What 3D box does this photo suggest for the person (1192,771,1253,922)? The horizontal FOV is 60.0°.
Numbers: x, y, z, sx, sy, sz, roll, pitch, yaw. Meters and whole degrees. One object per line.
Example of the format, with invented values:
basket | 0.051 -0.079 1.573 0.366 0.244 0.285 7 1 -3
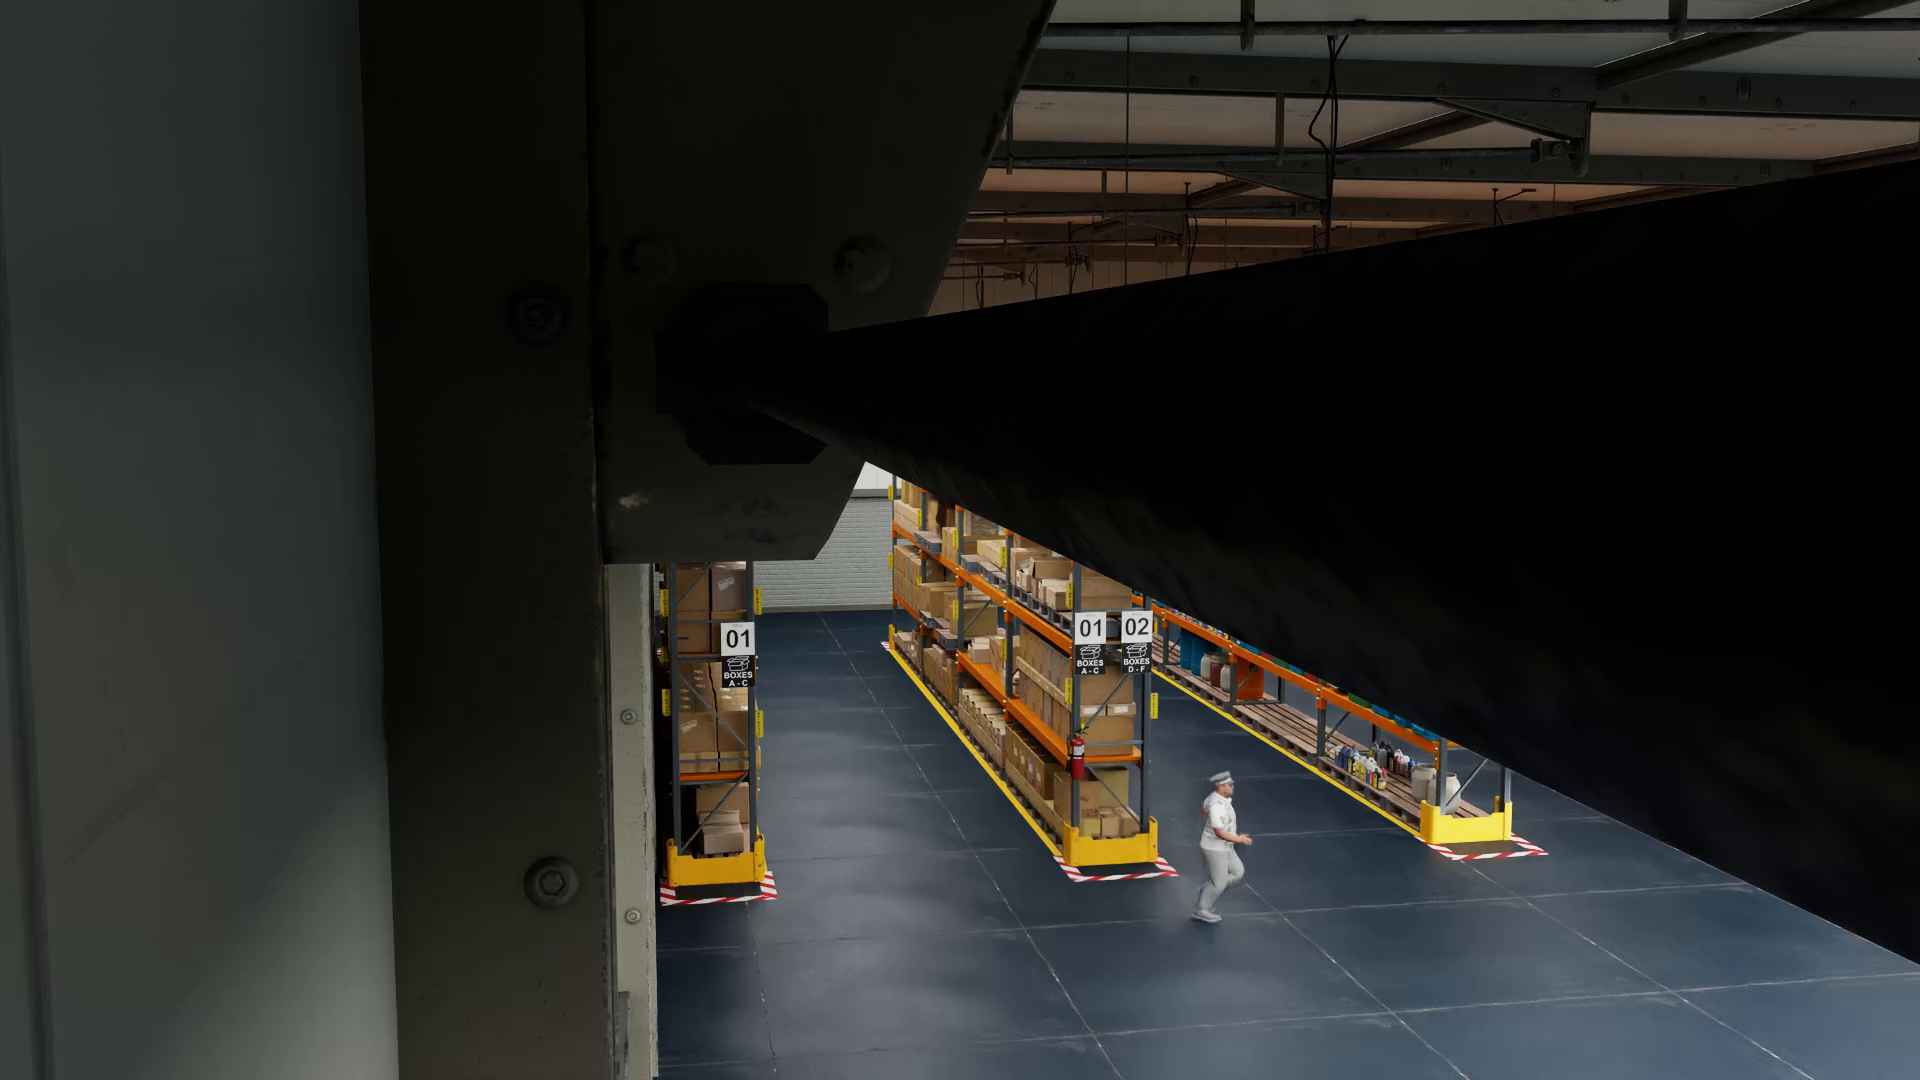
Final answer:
person | 2.968 3.444 18.741 0.671 1.729 0.646 1 6 12
